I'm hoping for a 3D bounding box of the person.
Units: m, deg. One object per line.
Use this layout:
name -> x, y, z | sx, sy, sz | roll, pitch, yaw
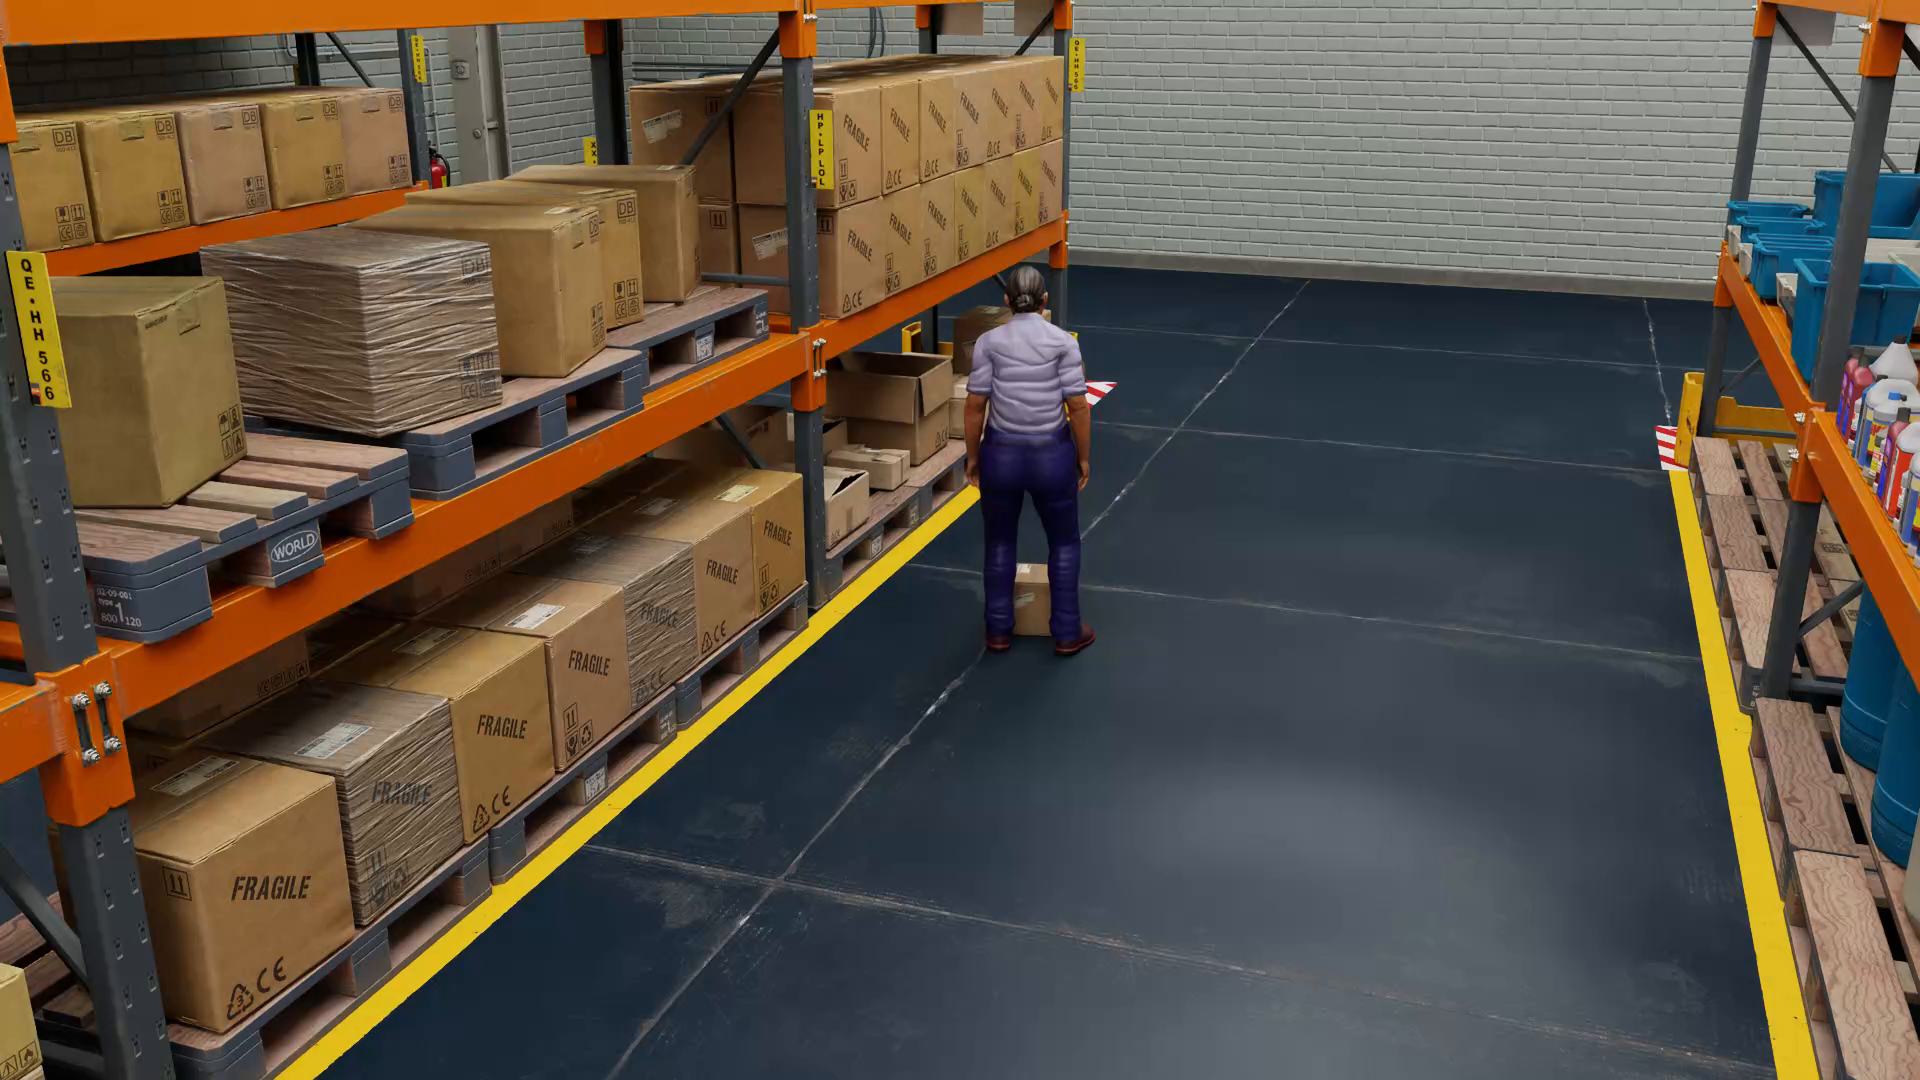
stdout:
person -> 0.300, -0.320, 7.017 | 0.565, 1.651, 0.371 | 3, 19, 8
